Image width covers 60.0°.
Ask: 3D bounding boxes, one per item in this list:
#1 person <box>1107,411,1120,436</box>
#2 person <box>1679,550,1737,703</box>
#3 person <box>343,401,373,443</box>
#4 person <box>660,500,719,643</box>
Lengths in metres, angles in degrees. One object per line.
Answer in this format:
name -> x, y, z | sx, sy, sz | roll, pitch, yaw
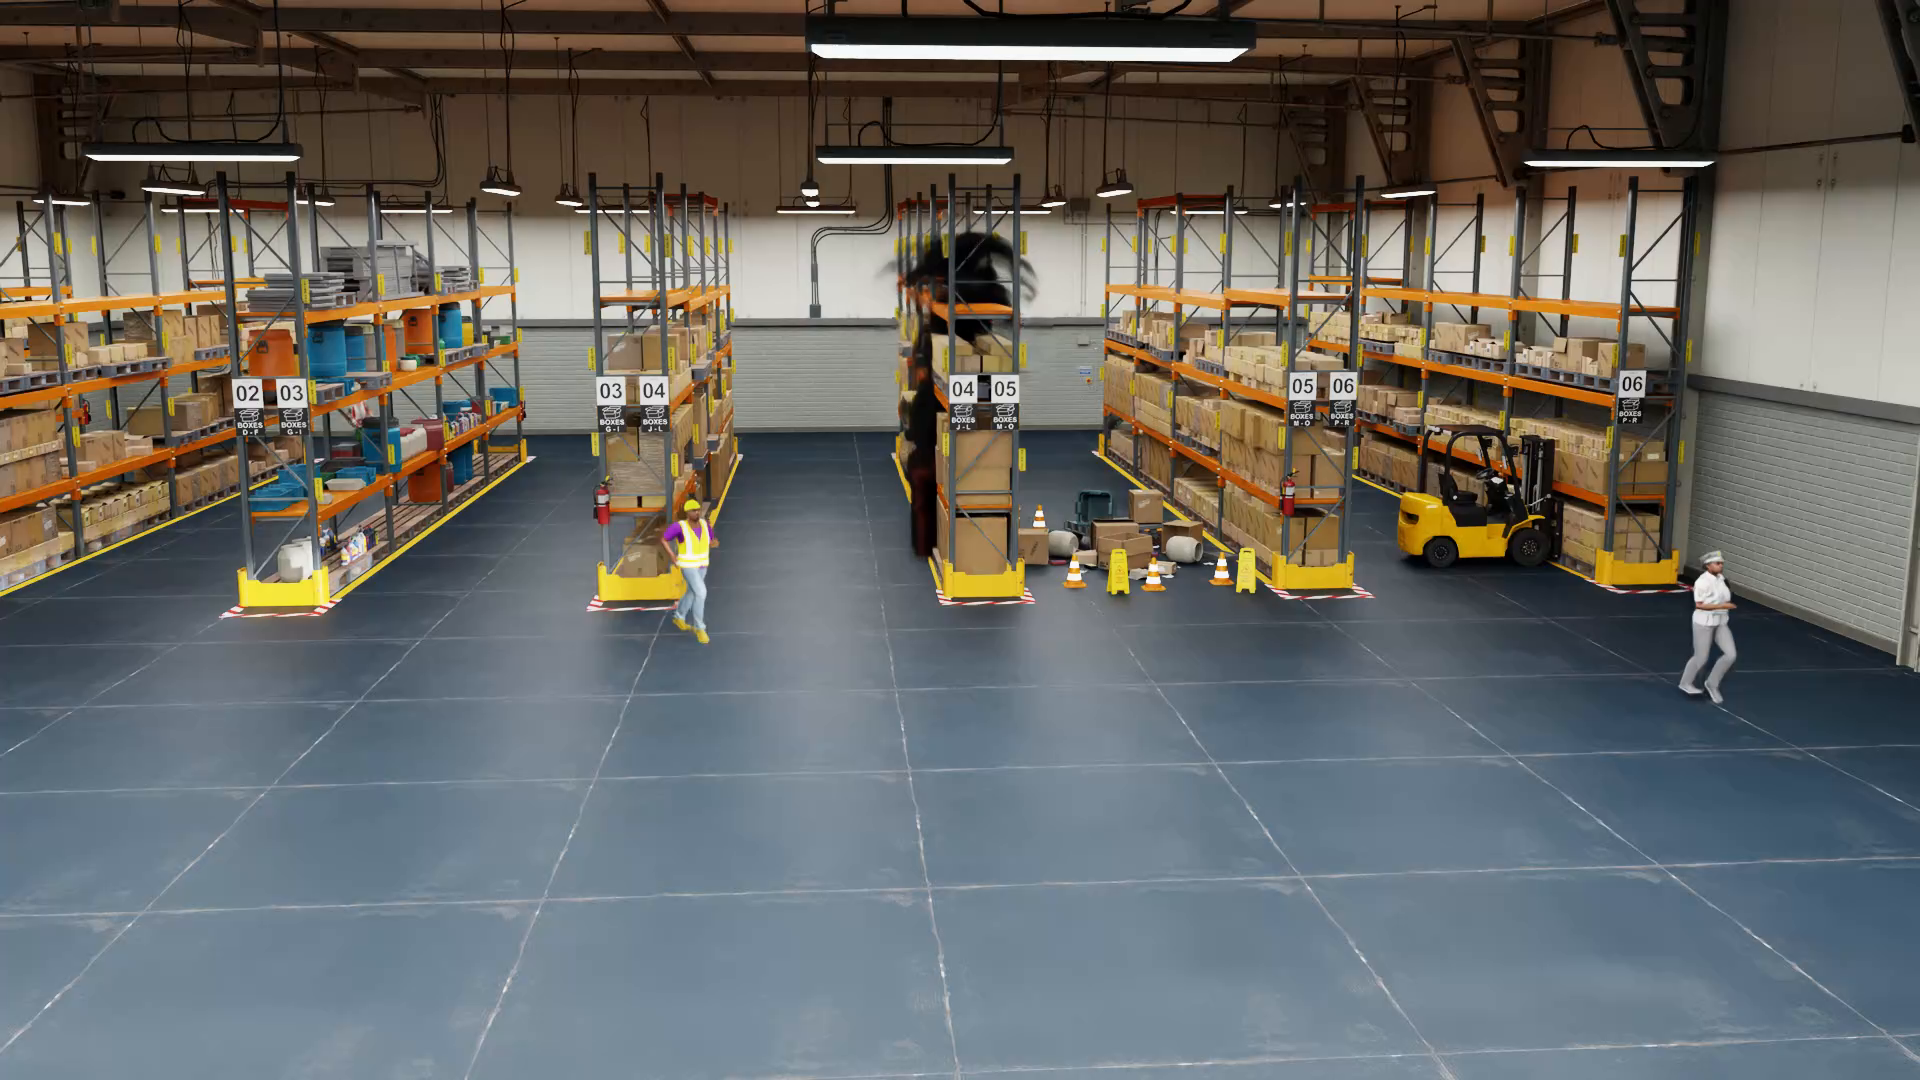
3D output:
person -> 3.831, -3.062, 41.608 | 0.523, 1.568, 0.622 | 5, 11, 28
person -> 8.346, 0.964, 18.431 | 0.554, 1.737, 0.672 | -5, 11, -25
person -> -14.024, -2.652, 38.796 | 0.689, 1.727, 0.662 | -9, 13, -41
person -> -3.440, 0.377, 21.473 | 0.782, 1.833, 0.664 | 8, 13, 38
